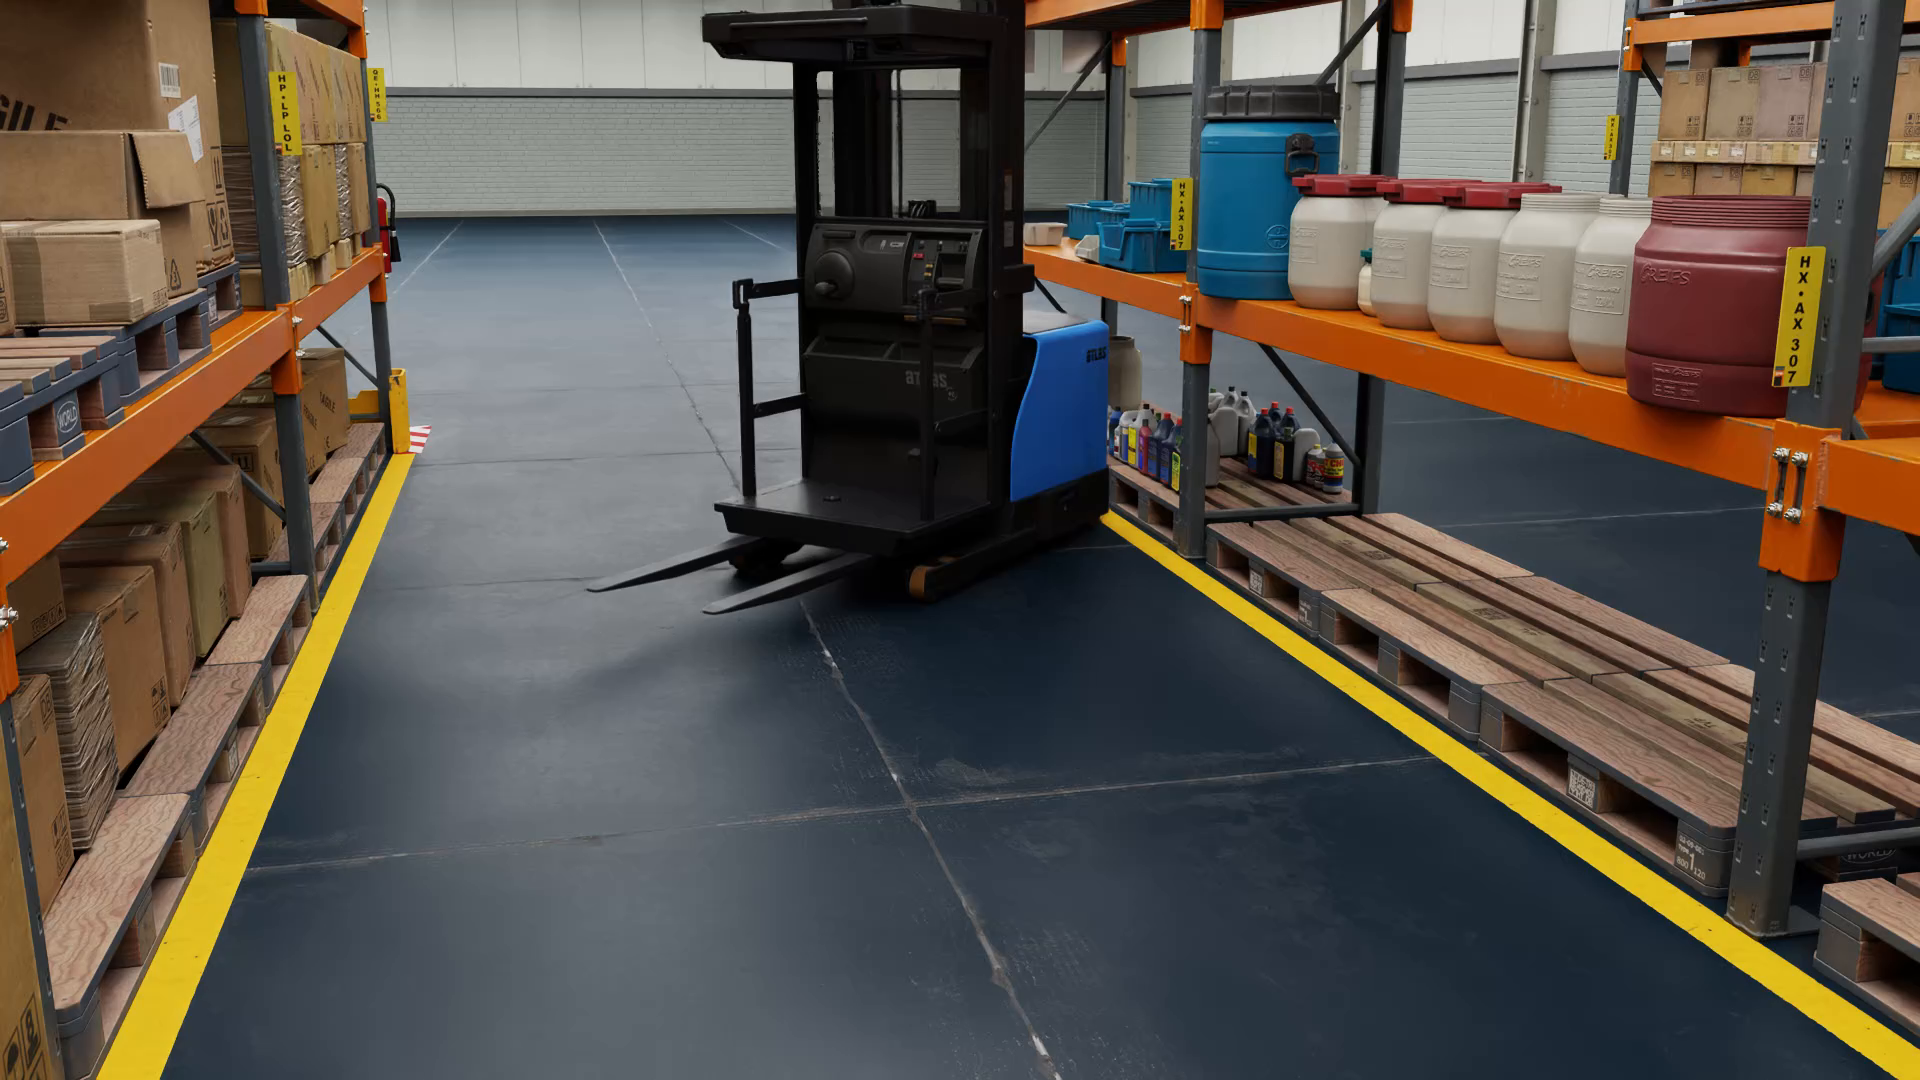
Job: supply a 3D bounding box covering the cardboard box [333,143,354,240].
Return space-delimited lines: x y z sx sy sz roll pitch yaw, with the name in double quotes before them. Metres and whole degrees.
"cardboard box" -3.780 -1.883 8.978 0.875 0.500 0.500 -3 14 -13

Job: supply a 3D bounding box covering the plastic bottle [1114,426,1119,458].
"plastic bottle" 0.921 -0.567 9.398 0.097 0.201 0.097 0 14 0

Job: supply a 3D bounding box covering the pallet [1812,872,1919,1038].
"pallet" 2.727 1.059 3.649 1.003 0.211 1.213 -3 14 -13

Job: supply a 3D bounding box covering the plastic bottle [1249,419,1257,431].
"plastic bottle" 1.624 -0.523 9.068 0.097 0.271 0.097 0 14 0

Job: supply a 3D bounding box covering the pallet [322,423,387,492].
"pallet" -4.018 -0.483 9.961 1.003 0.211 1.213 -3 14 -13

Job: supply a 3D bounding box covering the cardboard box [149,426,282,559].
"cardboard box" -3.308 -0.206 7.334 0.500 0.500 0.500 -4 14 -15

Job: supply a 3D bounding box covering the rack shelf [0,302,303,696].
"rack shelf" -2.783 -0.311 4.897 1.077 0.370 4.000 -3 14 -13

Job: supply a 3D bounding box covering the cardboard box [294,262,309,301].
"cardboard box" -3.057 -1.125 7.241 0.380 0.149 0.250 -3 14 -13

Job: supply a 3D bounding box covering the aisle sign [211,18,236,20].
"aisle sign" -4.498 -3.305 10.159 0.394 0.787 0.004 -3 14 -13

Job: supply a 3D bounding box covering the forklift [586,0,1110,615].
"forklift" -0.424 -1.274 7.465 1.130 2.935 3.031 8 16 31

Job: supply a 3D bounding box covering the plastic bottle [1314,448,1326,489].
"plastic bottle" 1.889 -0.374 8.607 0.097 0.201 0.097 0 14 0

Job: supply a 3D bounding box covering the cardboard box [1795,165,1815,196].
"cardboard box" 5.901 -2.179 10.817 0.700 0.500 0.500 -3 14 -11

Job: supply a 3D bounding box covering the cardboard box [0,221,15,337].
"cardboard box" -2.707 -0.698 3.867 0.700 0.500 0.500 -1 14 -5

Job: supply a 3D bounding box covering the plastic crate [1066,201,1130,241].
"plastic crate" 1.031 -2.150 11.221 0.499 0.251 0.616 -3 14 -13

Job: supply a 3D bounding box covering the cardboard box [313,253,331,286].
"cardboard box" -3.229 -1.298 7.950 0.380 0.149 0.250 -3 14 -13

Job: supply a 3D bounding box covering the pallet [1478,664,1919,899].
"pallet" 2.357 0.698 5.125 1.003 0.211 1.213 -3 14 -13

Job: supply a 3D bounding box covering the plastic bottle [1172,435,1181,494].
"plastic bottle" 1.128 -0.385 8.479 0.061 0.283 0.133 -3 14 -10

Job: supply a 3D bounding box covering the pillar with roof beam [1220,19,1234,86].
"pillar with roof beam" 1.436 -10.971 34.372 9.100 9.000 0.400 -3 14 -13

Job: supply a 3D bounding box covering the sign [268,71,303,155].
"sign" -2.714 -1.716 6.693 0.100 0.325 0.005 -3 14 -13

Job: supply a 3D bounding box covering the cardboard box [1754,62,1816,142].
"cardboard box" 5.796 -2.917 11.103 0.700 0.500 0.500 -3 14 -13

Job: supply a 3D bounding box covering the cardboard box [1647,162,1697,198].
"cardboard box" 5.535 -2.536 12.278 0.700 0.500 0.500 -3 14 -13

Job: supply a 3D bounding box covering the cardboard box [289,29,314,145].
"cardboard box" -3.230 -2.034 7.489 0.500 0.500 0.500 -3 14 -13

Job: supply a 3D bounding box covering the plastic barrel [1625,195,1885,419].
"plastic barrel" 2.098 -0.632 4.406 0.600 0.536 0.708 -3 14 -13

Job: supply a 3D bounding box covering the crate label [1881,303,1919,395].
"crate label" 2.766 -0.512 4.556 0.303 0.233 0.416 -3 14 -13

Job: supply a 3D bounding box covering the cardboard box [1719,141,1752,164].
"cardboard box" 5.500 -2.681 11.502 0.380 0.149 0.250 -4 14 -14

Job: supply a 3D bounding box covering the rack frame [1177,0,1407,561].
"rack frame" 1.562 -1.398 7.830 1.000 3.000 0.127 -3 14 -13

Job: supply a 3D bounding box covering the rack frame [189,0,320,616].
"rack frame" -3.253 -1.122 6.700 1.000 3.000 0.127 -3 14 -13

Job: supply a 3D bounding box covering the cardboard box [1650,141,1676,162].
"cardboard box" 5.321 -2.857 12.225 0.380 0.149 0.250 -3 14 -14

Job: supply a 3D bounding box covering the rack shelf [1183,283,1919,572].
"rack shelf" 2.031 -0.587 6.027 1.077 0.370 4.000 -3 14 -13

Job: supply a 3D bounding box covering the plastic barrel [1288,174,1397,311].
"plastic barrel" 1.573 -1.231 6.861 0.433 0.535 0.433 0 14 0

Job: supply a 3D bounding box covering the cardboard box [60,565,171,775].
"cardboard box" -2.773 0.390 4.850 0.700 0.500 0.500 -2 14 -8

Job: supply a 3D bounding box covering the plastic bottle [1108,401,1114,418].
"plastic bottle" 0.849 -0.672 9.678 0.097 0.271 0.097 0 14 0

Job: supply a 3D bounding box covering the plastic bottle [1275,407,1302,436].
"plastic bottle" 1.775 -0.535 8.949 0.144 0.351 0.185 -3 14 -12

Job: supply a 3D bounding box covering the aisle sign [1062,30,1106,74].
"aisle sign" 0.894 -3.617 11.434 0.394 0.787 0.004 -3 14 -13

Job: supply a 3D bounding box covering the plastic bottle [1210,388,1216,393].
"plastic bottle" 1.525 -0.790 10.137 0.061 0.283 0.133 -3 14 -12

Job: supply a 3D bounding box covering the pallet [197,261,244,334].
"pallet" -3.215 -0.845 5.968 1.003 0.211 1.213 -3 14 -13

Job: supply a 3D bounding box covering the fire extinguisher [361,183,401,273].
"fire extinguisher" -3.771 -2.060 10.700 0.296 0.674 0.183 -3 14 -13

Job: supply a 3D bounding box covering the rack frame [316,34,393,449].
"rack frame" -4.192 -2.045 10.477 1.000 3.000 0.127 -3 14 -13

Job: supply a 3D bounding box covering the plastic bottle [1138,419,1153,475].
"plastic bottle" 1.006 -0.505 8.968 0.061 0.283 0.133 -2 14 -9

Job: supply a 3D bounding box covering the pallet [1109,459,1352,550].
"pallet" 1.444 -0.201 8.805 1.003 0.211 1.213 -3 14 -13

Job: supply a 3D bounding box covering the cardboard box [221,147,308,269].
"cardboard box" -3.298 -1.423 7.092 0.875 0.500 0.500 -3 14 -13

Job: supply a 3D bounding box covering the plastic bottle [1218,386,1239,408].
"plastic bottle" 1.588 -0.719 9.705 0.144 0.351 0.185 -3 14 -11

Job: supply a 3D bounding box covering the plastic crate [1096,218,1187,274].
"plastic crate" 1.038 -1.566 8.831 0.499 0.251 0.616 -3 14 -13

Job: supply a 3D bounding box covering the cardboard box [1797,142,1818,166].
"cardboard box" 5.681 -2.503 10.774 0.380 0.149 0.250 -3 14 -13

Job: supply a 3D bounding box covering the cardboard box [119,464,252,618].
"cardboard box" -3.129 0.021 6.360 0.700 0.500 0.500 -4 14 -18

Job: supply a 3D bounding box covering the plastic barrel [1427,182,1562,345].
"plastic barrel" 1.847 -0.962 5.759 0.433 0.535 0.433 0 14 0

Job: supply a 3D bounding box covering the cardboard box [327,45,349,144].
"cardboard box" -3.585 -2.380 8.905 0.500 0.500 0.500 -3 14 -13

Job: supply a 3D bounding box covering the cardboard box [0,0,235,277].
"cardboard box" -3.202 -1.427 5.797 1.000 1.000 1.000 -3 14 -13

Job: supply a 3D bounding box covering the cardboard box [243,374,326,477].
"cardboard box" -3.760 -0.608 8.979 0.500 0.500 0.500 -2 14 -8

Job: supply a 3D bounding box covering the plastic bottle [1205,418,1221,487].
"plastic bottle" 1.270 -0.466 8.668 0.144 0.351 0.185 -3 14 -13

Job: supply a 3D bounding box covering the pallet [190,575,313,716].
"pallet" -3.068 0.412 6.296 1.003 0.211 1.213 -3 14 -13

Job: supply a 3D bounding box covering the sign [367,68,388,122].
"sign" -3.648 -2.787 10.410 0.100 0.325 0.005 -3 14 -13

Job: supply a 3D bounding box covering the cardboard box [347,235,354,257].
"cardboard box" -3.714 -1.698 9.585 0.380 0.149 0.250 -3 14 -13

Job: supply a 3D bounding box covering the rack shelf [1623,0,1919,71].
"rack shelf" 5.908 -3.243 10.575 1.077 0.370 4.000 -3 14 -13

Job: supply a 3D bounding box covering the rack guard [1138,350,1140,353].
"rack guard" 0.686 -1.092 11.843 1.175 0.500 0.348 -3 14 -13
